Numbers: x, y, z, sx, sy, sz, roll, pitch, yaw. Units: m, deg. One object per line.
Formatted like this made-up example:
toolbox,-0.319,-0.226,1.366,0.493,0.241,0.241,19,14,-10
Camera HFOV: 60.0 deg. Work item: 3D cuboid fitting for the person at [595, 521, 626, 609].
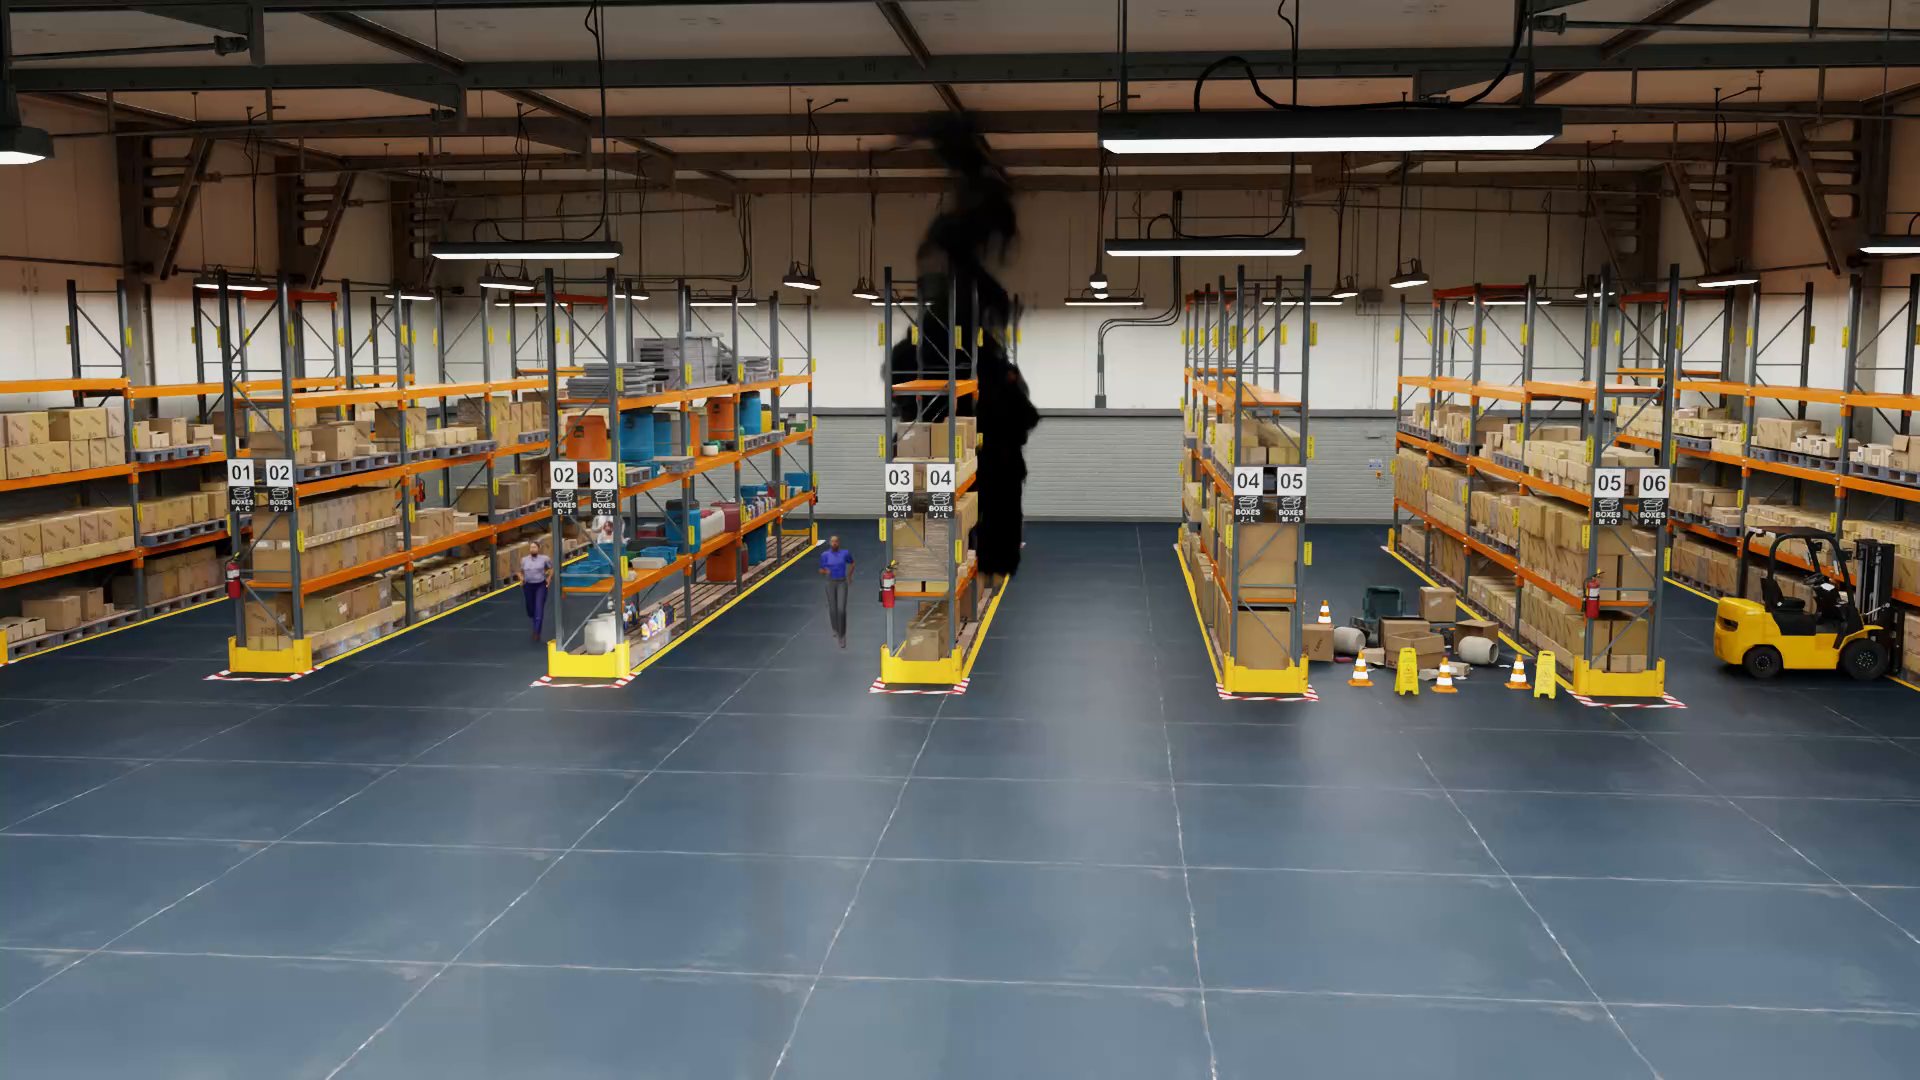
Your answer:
person,-6.522,0.434,30.944,0.539,1.602,0.842,0,7,2

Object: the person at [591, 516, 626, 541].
person,-7.051,0.060,33.322,0.644,1.793,0.910,0,7,-3

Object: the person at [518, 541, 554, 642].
person,-7.090,0.834,27.838,0.607,1.648,0.841,0,7,-2

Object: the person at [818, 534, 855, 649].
person,-1.920,0.790,25.846,0.554,1.771,0.722,0,7,1
